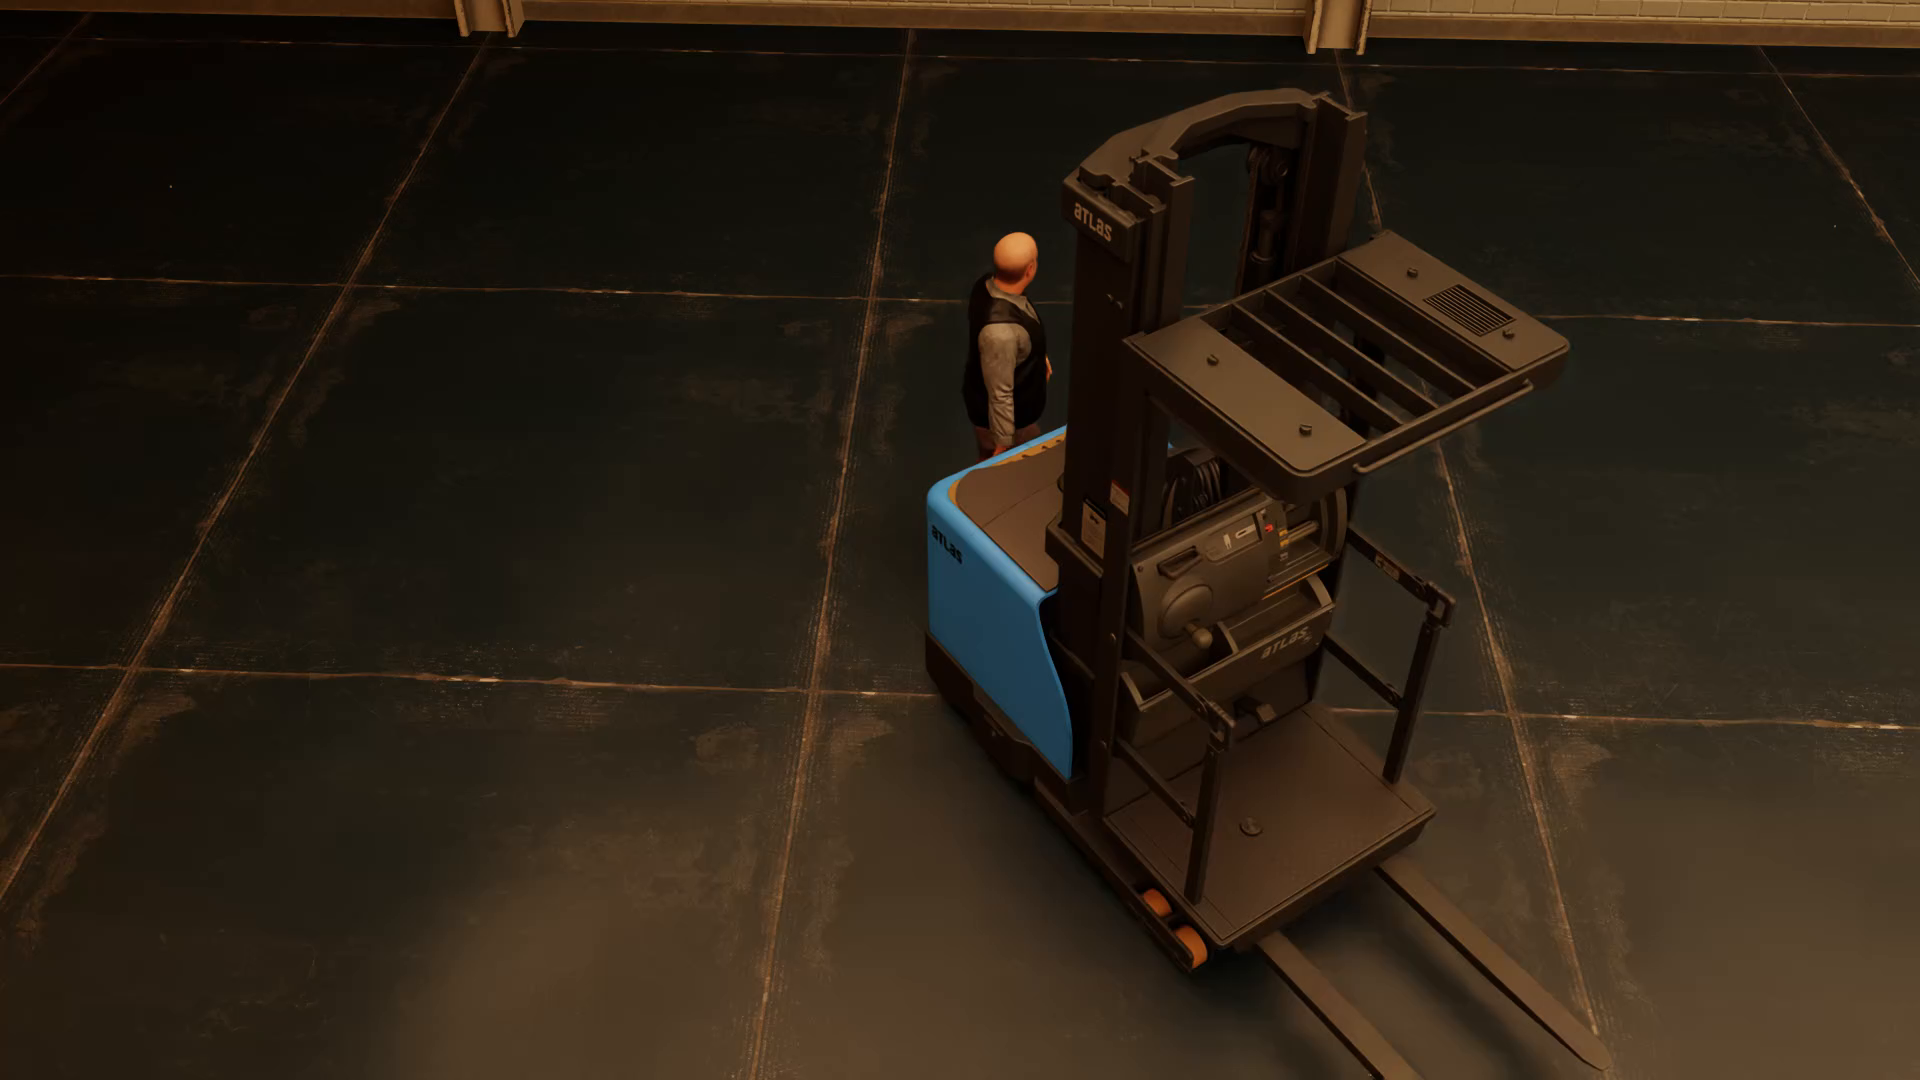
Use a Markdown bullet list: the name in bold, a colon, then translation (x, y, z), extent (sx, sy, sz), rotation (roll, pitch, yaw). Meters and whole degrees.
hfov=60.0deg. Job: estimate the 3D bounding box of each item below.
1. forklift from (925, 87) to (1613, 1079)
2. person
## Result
- **forklift**: translation (1.094, 0.137, 5.592), extent (1.130, 2.935, 3.031), rotation (-25, 48, -25)
- **person**: translation (0.313, -0.595, 7.315), extent (0.785, 1.693, 0.707), rotation (-5, 43, -5)
